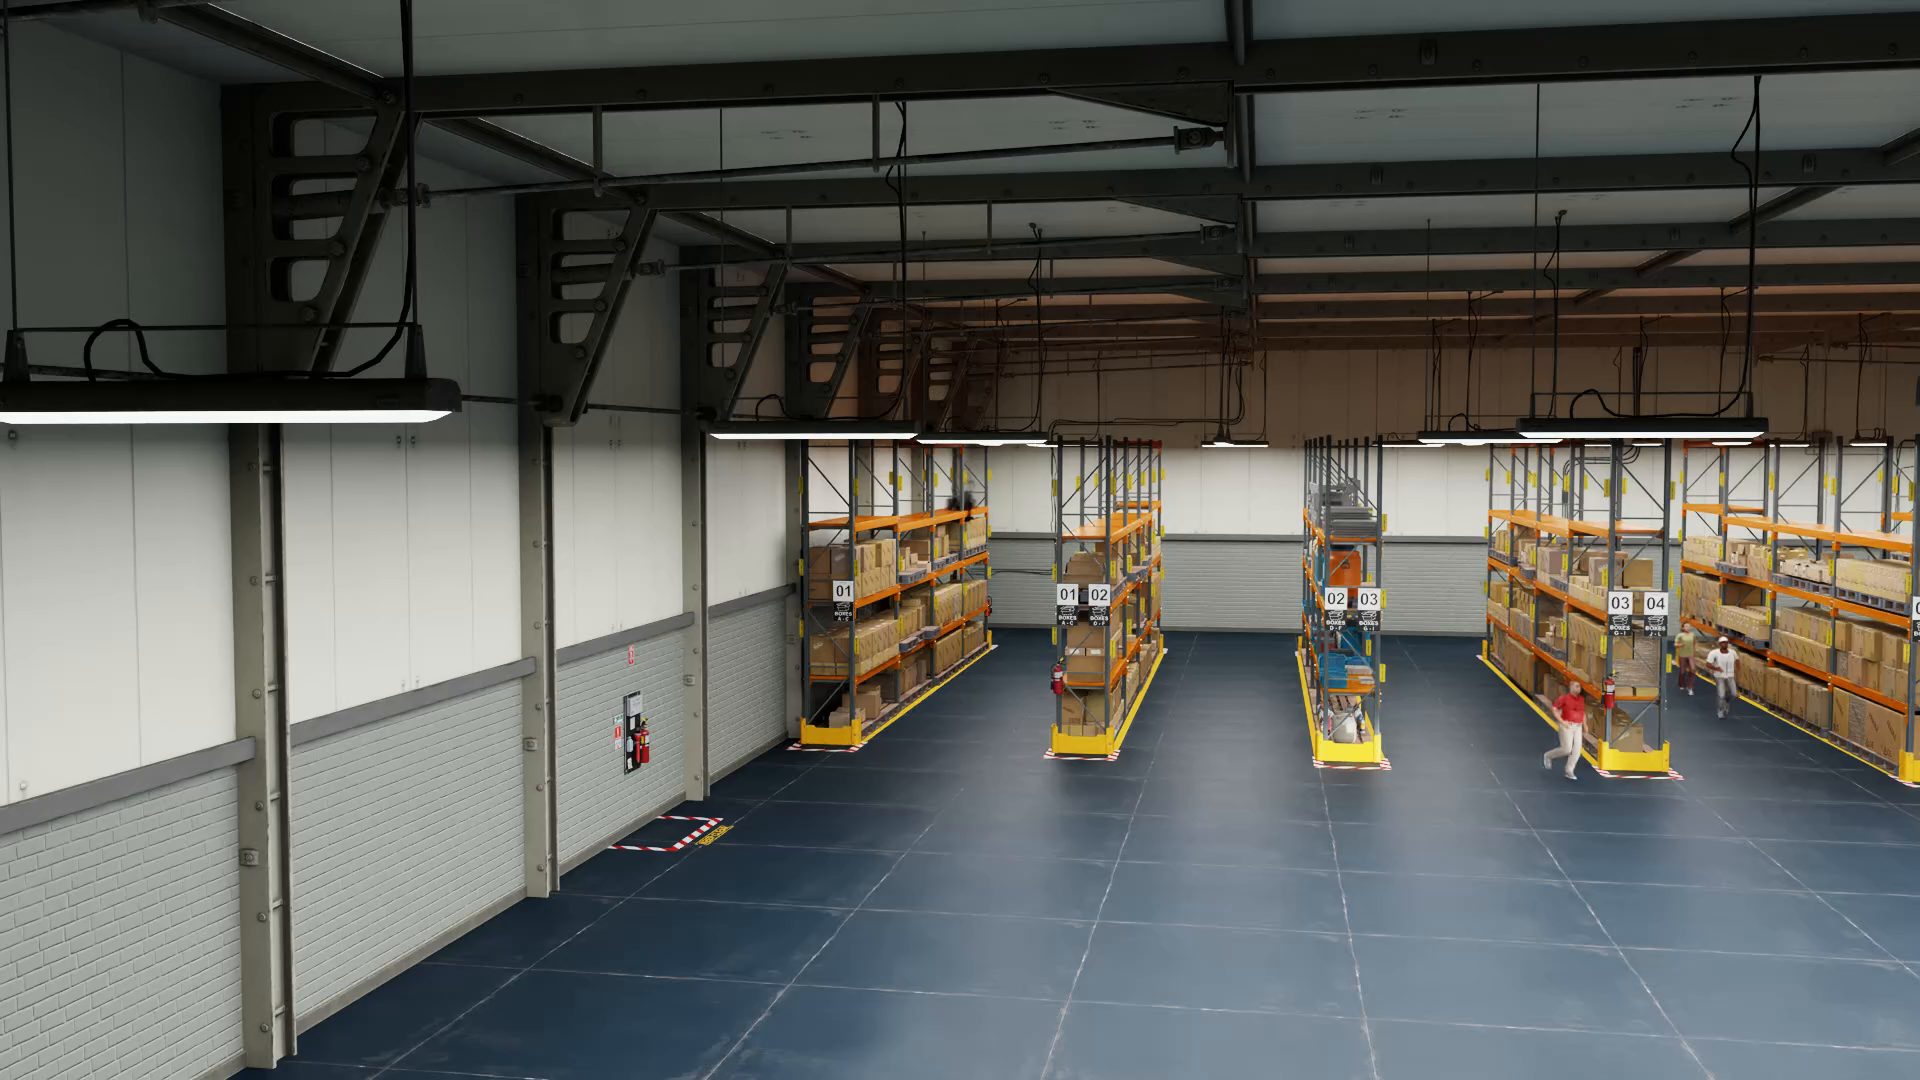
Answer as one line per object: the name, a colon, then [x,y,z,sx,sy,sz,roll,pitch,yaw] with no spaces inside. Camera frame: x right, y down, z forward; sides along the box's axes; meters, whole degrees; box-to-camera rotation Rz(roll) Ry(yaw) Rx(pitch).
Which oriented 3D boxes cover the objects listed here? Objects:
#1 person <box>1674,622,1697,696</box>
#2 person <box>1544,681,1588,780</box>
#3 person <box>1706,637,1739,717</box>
person: [17.054,2.772,39.063,0.559,1.717,0.698,0,3,9]
person: [10.737,3.312,29.188,0.715,1.665,0.765,-1,3,-20]
person: [16.336,2.930,35.518,0.757,1.732,0.542,0,3,3]
